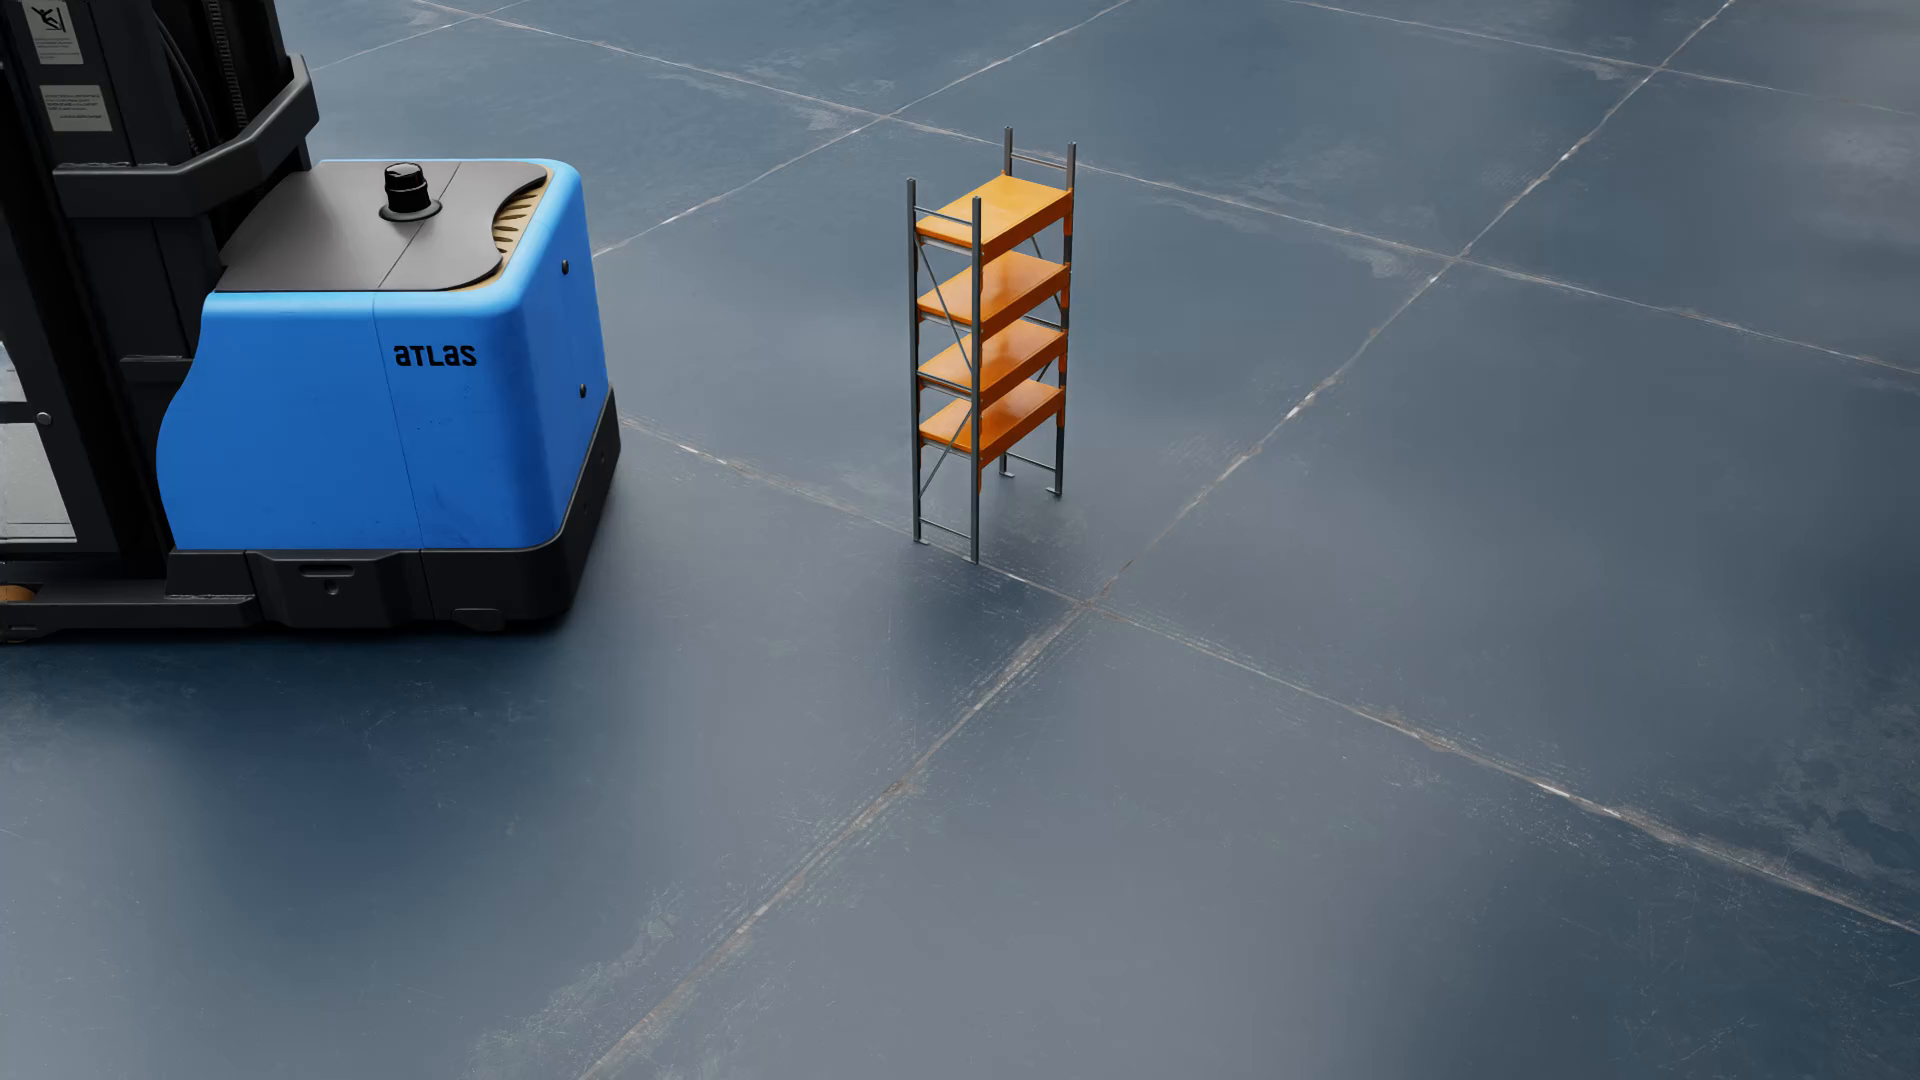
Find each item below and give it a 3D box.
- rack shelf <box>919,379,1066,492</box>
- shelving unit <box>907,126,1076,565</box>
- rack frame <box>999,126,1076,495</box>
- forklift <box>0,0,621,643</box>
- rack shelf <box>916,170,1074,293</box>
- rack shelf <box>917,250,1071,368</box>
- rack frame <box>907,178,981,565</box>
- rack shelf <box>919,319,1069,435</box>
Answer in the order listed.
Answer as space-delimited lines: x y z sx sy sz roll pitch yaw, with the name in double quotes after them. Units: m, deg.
0.094 -0.353 5.175 0.258 0.148 0.480 21 39 28 "rack shelf"
0.094 -0.573 5.027 0.258 1.200 0.503 21 39 28 "shelving unit"
0.233 -0.686 5.193 0.240 1.200 0.015 21 39 28 "rack frame"
-2.647 -1.214 4.429 3.031 2.935 1.130 0 34 0 "forklift"
0.094 -0.899 4.806 0.258 0.148 0.480 21 39 28 "rack shelf"
0.094 -0.703 4.939 0.258 0.148 0.480 21 39 28 "rack shelf"
-0.045 -0.461 4.861 0.240 1.200 0.015 21 39 28 "rack frame"
0.094 -0.517 5.064 0.258 0.148 0.480 21 39 28 "rack shelf"
